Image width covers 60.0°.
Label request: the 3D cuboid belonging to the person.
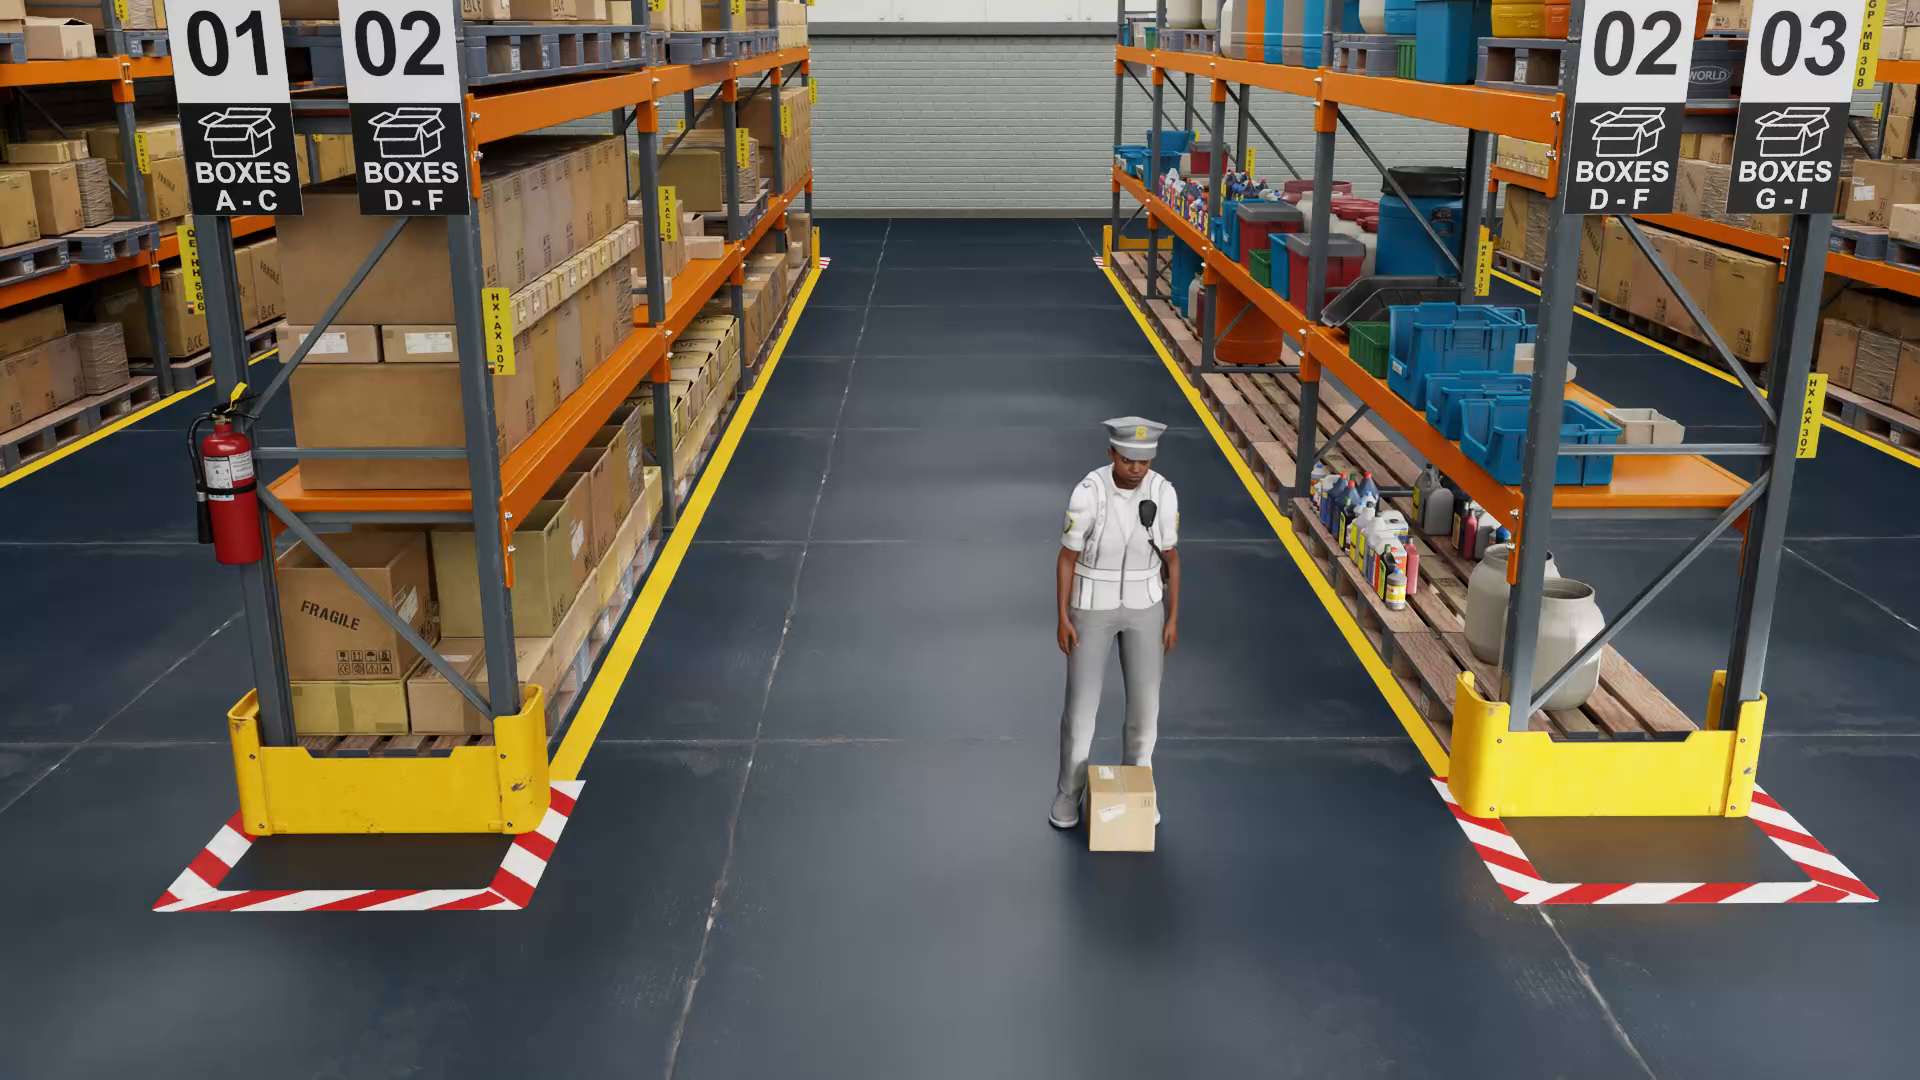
[{"bbox_3d":[0.612,0.312,6.548,0.518,1.656,0.396,-1,17,-3],"label":"person"}]
